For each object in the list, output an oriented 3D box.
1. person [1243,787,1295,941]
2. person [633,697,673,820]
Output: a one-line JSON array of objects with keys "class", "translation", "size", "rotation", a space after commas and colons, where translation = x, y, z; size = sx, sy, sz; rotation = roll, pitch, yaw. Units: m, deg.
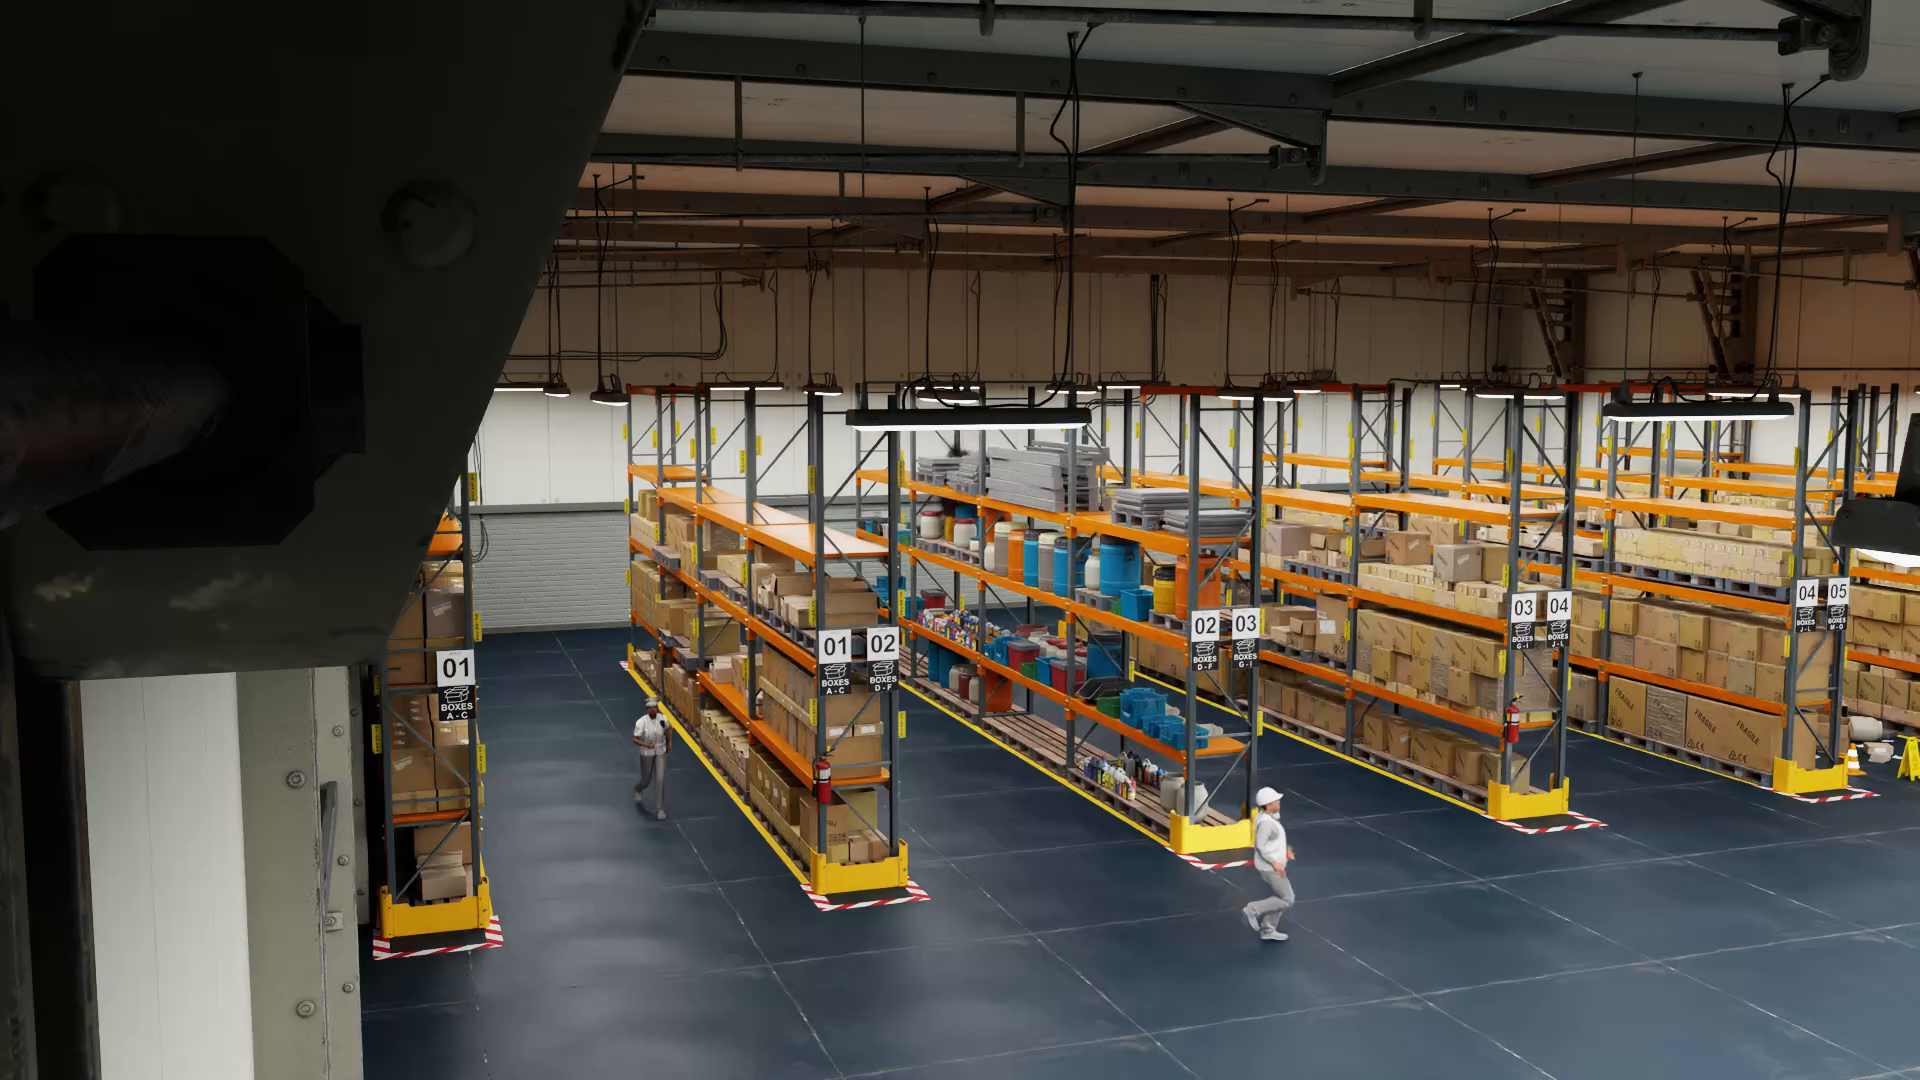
[{"class": "person", "translation": [3.423, 3.584, 18.399], "size": [0.573, 1.721, 0.674], "rotation": [1, 6, 7]}, {"class": "person", "translation": [-4.372, 3.055, 23.682], "size": [0.589, 1.706, 0.918], "rotation": [-2, 6, -23]}]
